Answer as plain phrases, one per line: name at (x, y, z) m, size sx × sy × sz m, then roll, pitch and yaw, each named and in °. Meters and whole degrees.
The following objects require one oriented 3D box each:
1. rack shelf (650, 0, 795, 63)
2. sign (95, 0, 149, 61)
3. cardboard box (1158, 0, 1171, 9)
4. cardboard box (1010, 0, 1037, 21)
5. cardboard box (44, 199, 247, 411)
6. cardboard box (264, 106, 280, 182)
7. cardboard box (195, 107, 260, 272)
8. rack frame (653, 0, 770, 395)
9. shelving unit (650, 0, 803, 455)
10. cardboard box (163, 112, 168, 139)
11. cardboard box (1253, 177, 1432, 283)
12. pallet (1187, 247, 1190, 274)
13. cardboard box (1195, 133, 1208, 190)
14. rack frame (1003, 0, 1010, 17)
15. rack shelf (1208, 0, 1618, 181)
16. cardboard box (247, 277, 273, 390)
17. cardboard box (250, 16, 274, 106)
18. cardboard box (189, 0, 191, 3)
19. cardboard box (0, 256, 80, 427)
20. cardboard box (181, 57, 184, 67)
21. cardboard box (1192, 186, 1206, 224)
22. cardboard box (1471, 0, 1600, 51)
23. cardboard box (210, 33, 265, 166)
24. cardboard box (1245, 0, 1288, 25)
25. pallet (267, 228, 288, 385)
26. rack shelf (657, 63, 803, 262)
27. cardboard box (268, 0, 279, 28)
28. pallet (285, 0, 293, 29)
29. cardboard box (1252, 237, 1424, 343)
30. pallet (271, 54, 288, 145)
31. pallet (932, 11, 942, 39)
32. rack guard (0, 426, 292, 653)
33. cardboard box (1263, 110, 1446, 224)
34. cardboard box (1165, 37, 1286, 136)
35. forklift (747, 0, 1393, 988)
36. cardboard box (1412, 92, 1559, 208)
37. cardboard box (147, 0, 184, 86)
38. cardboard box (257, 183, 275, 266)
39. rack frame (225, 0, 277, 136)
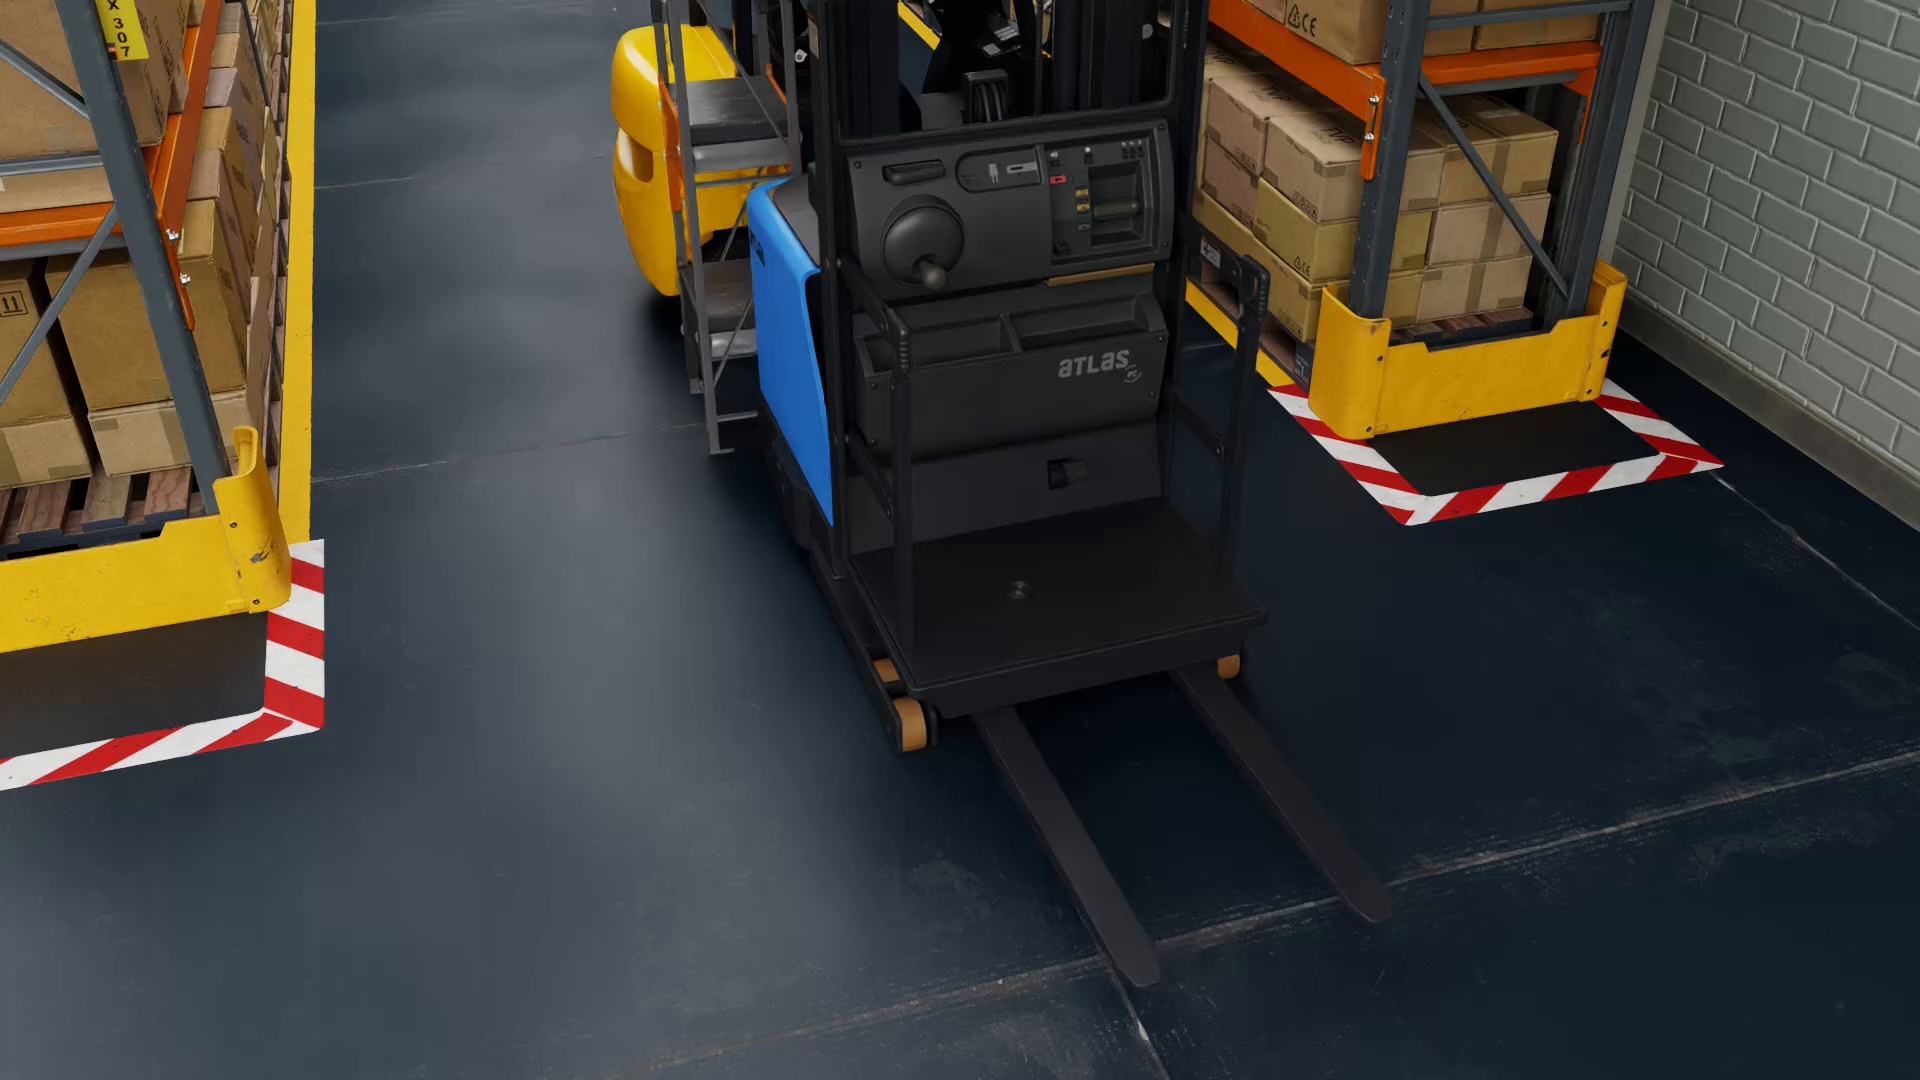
rack shelf at (-0.812, -1.931, 5.523) m, size 0.431 × 0.518 × 0.480 m, roll -9°, pitch 35°, yaw -14°
sign at (-2.254, -1.439, 4.422) m, size 0.100 × 0.325 × 0.005 m, roll -10°, pitch 35°, yaw -15°
cardboard box at (0.893, -2.533, 8.068) m, size 0.500 × 0.250 × 0.500 m, roll -9°, pitch 34°, yaw -13°
cardboard box at (0.589, -2.854, 9.008) m, size 0.500 × 0.250 × 0.500 m, roll -10°, pitch 35°, yaw -15°
cardboard box at (-2.761, -0.810, 5.688) m, size 0.500 × 0.500 × 0.500 m, roll -11°, pitch 35°, yaw -16°
cardboard box at (-3.555, -1.850, 7.942) m, size 0.500 × 0.250 × 0.500 m, roll -8°, pitch 34°, yaw -13°
cardboard box at (-3.070, -1.349, 6.503) m, size 0.500 × 0.500 × 0.500 m, roll -9°, pitch 35°, yaw -14°
rack frame at (-0.880, -1.487, 6.096) m, size 0.400 × 2.100 × 0.015 m, roll -9°, pitch 35°, yaw -14°
shelving unit at (-0.812, -1.358, 5.901) m, size 0.431 × 2.100 × 0.503 m, roll -9°, pitch 35°, yaw -14°
cardboard box at (-2.771, -1.378, 5.343) m, size 0.380 × 0.149 × 0.250 m, roll -11°, pitch 35°, yaw -16°
cardboard box at (1.509, -1.263, 6.600) m, size 0.500 × 0.250 × 0.500 m, roll -10°, pitch 35°, yaw -15°
pallet at (1.314, -1.694, 8.122) m, size 1.003 × 0.211 × 1.213 m, roll -10°, pitch 35°, yaw -15°
cardboard box at (1.189, -1.796, 7.406) m, size 0.500 × 0.250 × 0.500 m, roll -11°, pitch 35°, yaw -16°
rack frame at (0.735, -3.924, 8.967) m, size 1.000 × 3.000 × 0.127 m, roll -10°, pitch 35°, yaw -15°
rack shelf at (1.345, -2.573, 7.576) m, size 1.077 × 0.370 × 4.000 m, roll -10°, pitch 35°, yaw -15°
cardboard box at (-2.902, -0.754, 6.284) m, size 0.500 × 0.250 × 0.500 m, roll -9°, pitch 34°, yaw -13°
cardboard box at (-4.153, -2.441, 8.725) m, size 0.950 × 0.372 × 0.625 m, roll -10°, pitch 35°, yaw -14°
cardboard box at (-3.132, -2.252, 6.077) m, size 0.500 × 0.500 × 0.500 m, roll -11°, pitch 35°, yaw -16°
cardboard box at (-3.263, -0.704, 5.528) m, size 0.500 × 0.500 × 0.500 m, roll -10°, pitch 35°, yaw -14°
cardboard box at (-2.916, -1.649, 5.753) m, size 0.380 × 0.149 × 0.250 m, roll -9°, pitch 35°, yaw -13°
cardboard box at (1.224, -1.572, 7.521) m, size 0.500 × 0.250 × 0.500 m, roll -10°, pitch 35°, yaw -14°
cardboard box at (2.069, -2.172, 6.225) m, size 0.500 × 0.500 × 0.500 m, roll -9°, pitch 34°, yaw -13°
cardboard box at (-3.398, -1.896, 7.331) m, size 0.500 × 0.500 × 0.500 m, roll -9°, pitch 35°, yaw -14°
cardboard box at (1.406, -2.353, 6.500) m, size 0.500 × 0.500 × 0.500 m, roll -9°, pitch 34°, yaw -13°
pallet at (-3.377, -0.935, 6.974) m, size 1.003 × 0.211 × 1.213 m, roll -10°, pitch 35°, yaw -15°
rack shelf at (-0.812, -1.347, 5.909) m, size 0.431 × 0.518 × 0.480 m, roll -9°, pitch 35°, yaw -14°
cardboard box at (-4.589, -3.182, 9.848) m, size 0.950 × 0.372 × 0.625 m, roll -9°, pitch 34°, yaw -13°
pallet at (-4.974, -3.613, 11.026) m, size 1.003 × 0.211 × 1.213 m, roll -10°, pitch 35°, yaw -15°
cardboard box at (1.511, -1.045, 6.724) m, size 0.500 × 0.250 × 0.500 m, roll -10°, pitch 35°, yaw -14°
pallet at (-4.230, -2.332, 9.088) m, size 1.003 × 0.211 × 1.213 m, roll -10°, pitch 35°, yaw -15°
pallet at (0.473, -3.141, 10.311) m, size 1.003 × 0.211 × 1.213 m, roll -10°, pitch 35°, yaw -15°
rack guard at (-2.794, 0.016, 5.272) m, size 1.175 × 0.500 × 0.348 m, roll -10°, pitch 35°, yaw -15°
cardboard box at (1.518, -1.458, 6.442) m, size 0.500 × 0.250 × 0.500 m, roll -9°, pitch 34°, yaw -13°
cardboard box at (1.193, -1.988, 7.244) m, size 0.500 × 0.250 × 0.500 m, roll -10°, pitch 35°, yaw -14°
forklift at (0.226, -0.863, 4.397) m, size 1.130 × 2.935 × 3.031 m, roll -11°, pitch 35°, yaw -16°
cardboard box at (1.989, -1.553, 6.585) m, size 0.500 × 0.250 × 0.500 m, roll -11°, pitch 35°, yaw -15°
cardboard box at (-2.812, -1.719, 5.271) m, size 0.500 × 0.500 × 0.500 m, roll -9°, pitch 35°, yaw -13°
cardboard box at (-3.232, -1.304, 7.116) m, size 0.500 × 0.250 × 0.500 m, roll -9°, pitch 35°, yaw -14°
rack frame at (-3.991, -3.087, 7.701) m, size 1.000 × 3.000 × 0.127 m, roll -10°, pitch 35°, yaw -15°
